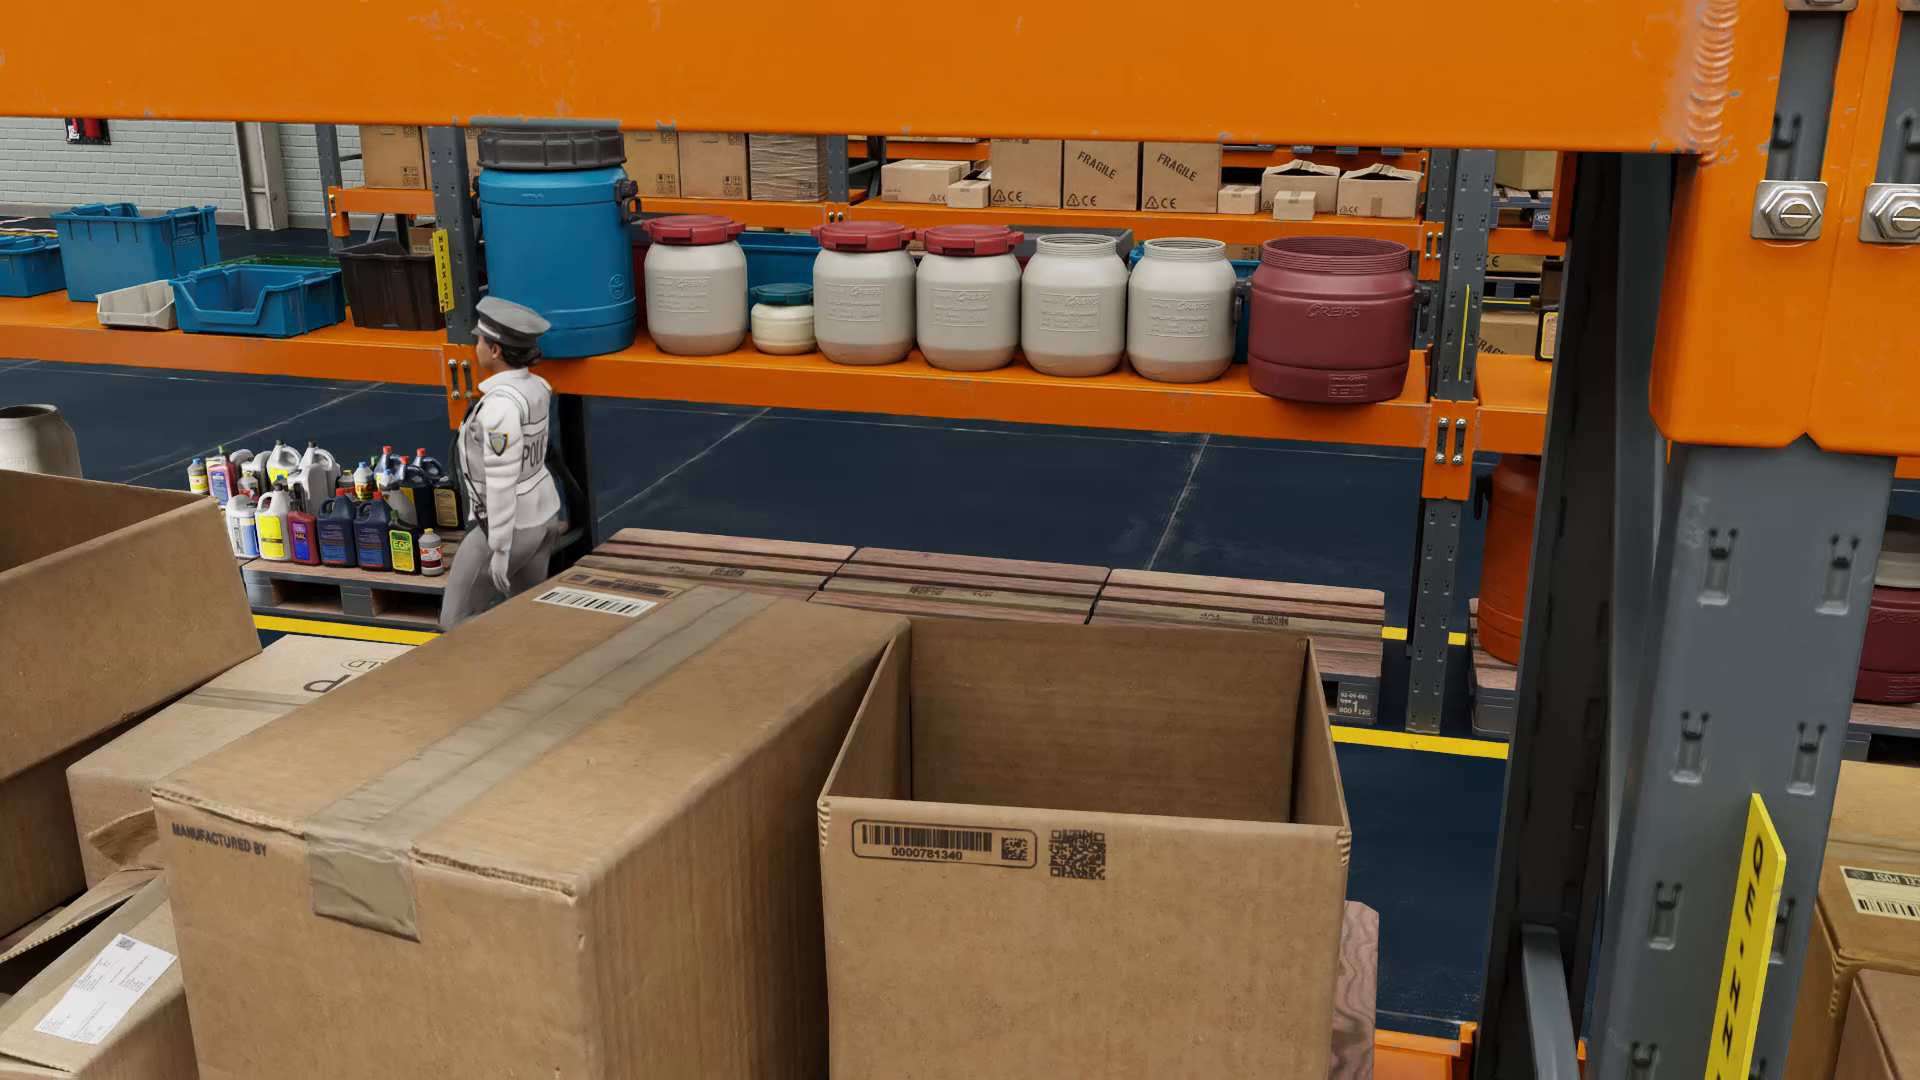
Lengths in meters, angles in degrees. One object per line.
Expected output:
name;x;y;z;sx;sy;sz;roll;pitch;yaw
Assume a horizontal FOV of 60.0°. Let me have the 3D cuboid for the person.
person;-1.661;-0.048;6.067;0.437;1.689;0.513;2;19;6
